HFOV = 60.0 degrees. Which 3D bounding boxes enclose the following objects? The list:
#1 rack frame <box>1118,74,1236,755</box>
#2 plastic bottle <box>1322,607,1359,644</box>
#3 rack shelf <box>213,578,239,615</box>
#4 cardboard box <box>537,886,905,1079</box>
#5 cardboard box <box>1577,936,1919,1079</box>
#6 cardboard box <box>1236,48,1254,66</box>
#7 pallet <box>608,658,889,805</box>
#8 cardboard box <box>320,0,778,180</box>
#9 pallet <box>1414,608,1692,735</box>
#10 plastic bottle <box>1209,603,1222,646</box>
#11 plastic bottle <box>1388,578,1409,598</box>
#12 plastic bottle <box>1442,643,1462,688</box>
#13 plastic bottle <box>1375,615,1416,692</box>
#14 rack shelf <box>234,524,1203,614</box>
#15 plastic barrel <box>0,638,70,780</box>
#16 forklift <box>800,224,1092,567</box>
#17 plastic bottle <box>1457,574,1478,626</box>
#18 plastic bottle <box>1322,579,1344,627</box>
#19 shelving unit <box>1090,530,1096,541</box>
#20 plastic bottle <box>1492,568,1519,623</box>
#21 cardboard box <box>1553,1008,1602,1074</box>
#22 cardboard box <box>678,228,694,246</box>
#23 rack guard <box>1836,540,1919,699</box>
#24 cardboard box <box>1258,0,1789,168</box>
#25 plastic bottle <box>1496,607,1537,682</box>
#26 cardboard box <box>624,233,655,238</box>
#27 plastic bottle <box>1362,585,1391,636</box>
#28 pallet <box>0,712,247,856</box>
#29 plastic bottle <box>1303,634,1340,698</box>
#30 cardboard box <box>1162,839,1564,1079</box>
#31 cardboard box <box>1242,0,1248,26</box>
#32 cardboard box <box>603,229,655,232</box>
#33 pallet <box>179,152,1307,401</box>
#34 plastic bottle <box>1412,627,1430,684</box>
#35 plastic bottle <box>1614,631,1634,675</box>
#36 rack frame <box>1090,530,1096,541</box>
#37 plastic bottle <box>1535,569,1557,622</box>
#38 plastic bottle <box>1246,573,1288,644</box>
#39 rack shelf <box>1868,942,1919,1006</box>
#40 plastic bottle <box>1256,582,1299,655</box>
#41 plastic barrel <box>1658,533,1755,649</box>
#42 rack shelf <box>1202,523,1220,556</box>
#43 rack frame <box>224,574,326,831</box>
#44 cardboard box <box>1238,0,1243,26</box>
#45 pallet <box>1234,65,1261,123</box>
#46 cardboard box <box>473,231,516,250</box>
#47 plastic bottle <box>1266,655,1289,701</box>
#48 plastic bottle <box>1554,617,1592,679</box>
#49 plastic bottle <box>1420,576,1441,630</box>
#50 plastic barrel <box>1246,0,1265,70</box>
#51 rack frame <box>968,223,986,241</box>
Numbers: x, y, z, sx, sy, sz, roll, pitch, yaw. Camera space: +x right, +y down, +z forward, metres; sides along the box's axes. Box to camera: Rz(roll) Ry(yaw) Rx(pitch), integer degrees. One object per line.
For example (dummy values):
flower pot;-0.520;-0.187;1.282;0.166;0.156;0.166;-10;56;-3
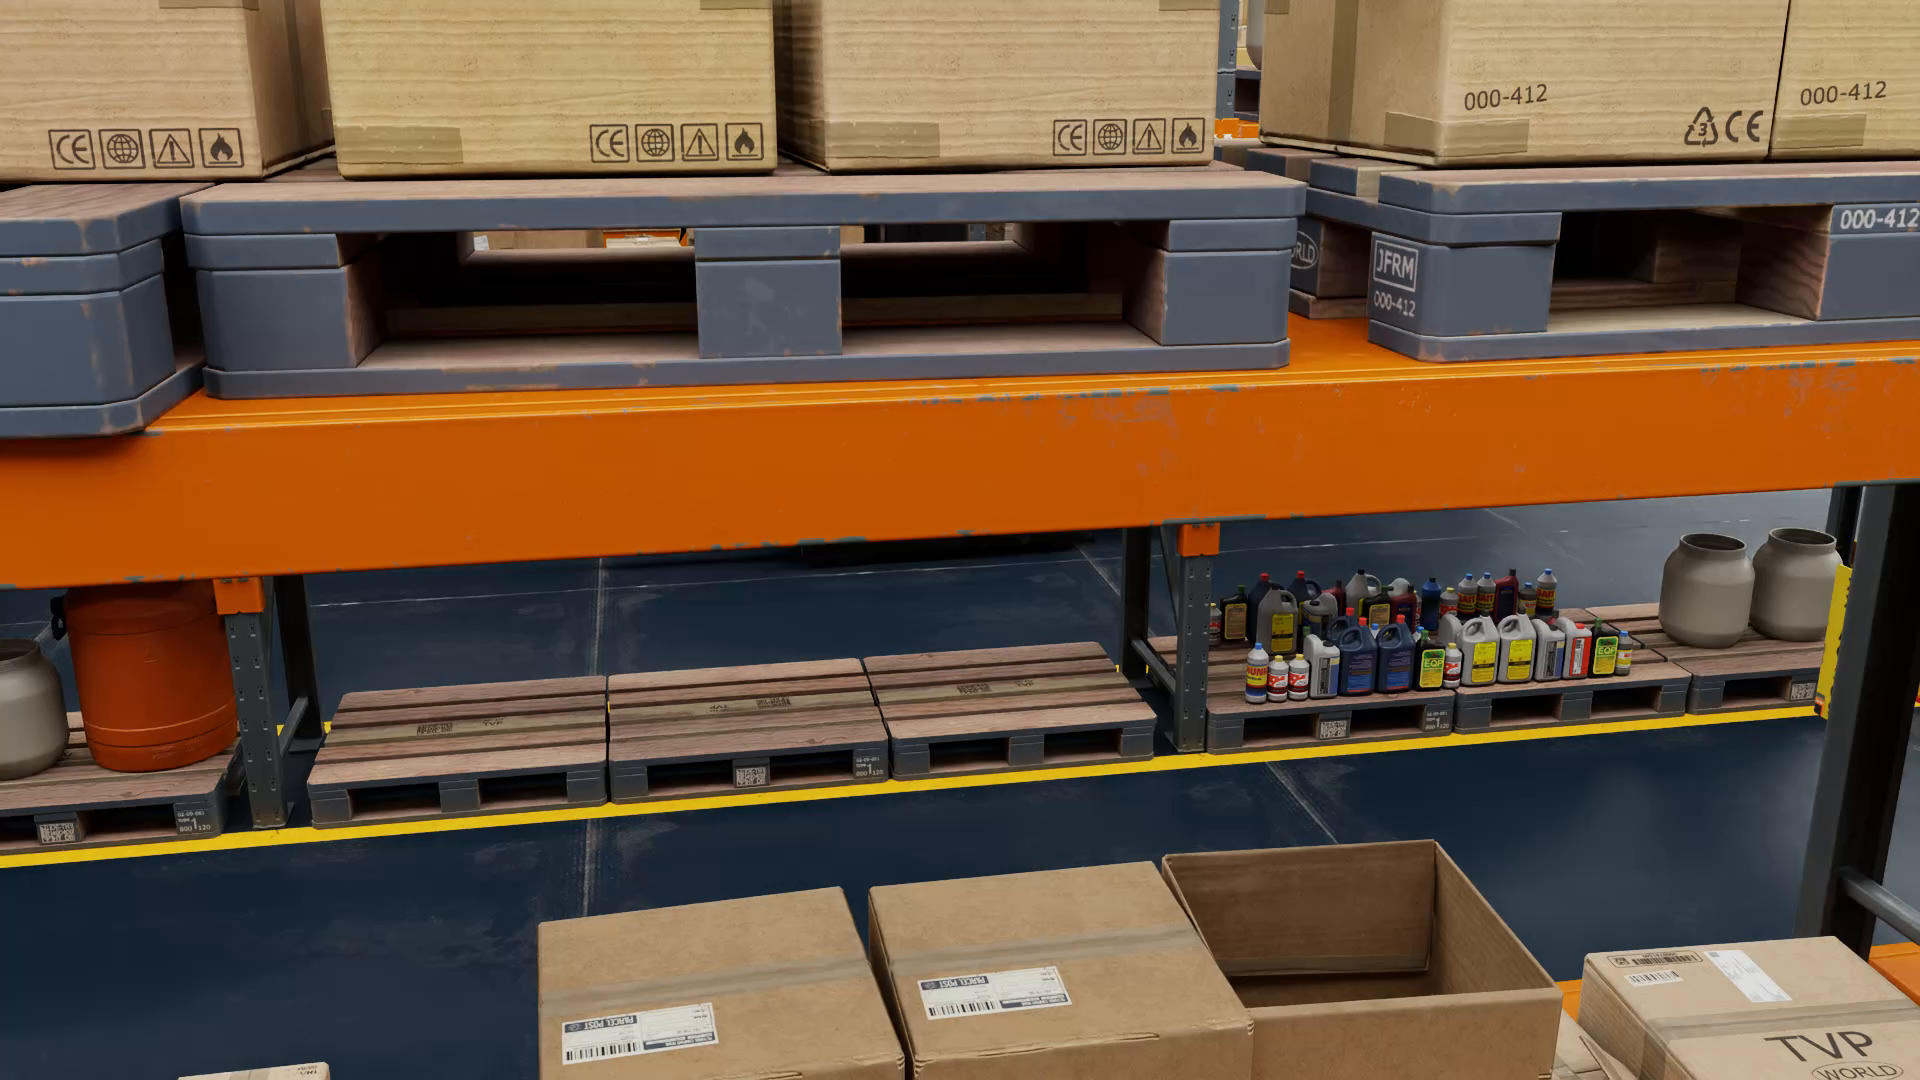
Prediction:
rack frame;0.967;-0.598;7.651;0.127;3.000;1.000;-3;17;-10
plastic bottle;1.811;0.491;7.868;0.185;0.351;0.144;-3;17;-10
rack shelf;-4.924;0.080;6.669;4.000;0.370;1.077;-3;17;-10
cardboard box;-0.380;0.907;2.581;0.500;0.500;0.500;-4;18;-13
cardboard box;1.428;0.941;2.893;0.500;0.250;0.500;-2;17;-7
cardboard box;2.043;-3.427;12.007;0.500;0.250;0.500;-4;17;-11
pallet;-0.997;0.858;7.657;1.213;0.211;1.003;-3;17;-10
cardboard box;-0.514;-0.615;2.136;0.500;0.250;0.500;-4;17;-12
pallet;2.835;0.640;8.368;1.213;0.211;1.003;-3;17;-10
plastic bottle;1.264;0.419;8.356;0.097;0.201;0.097;0;17;0
plastic bottle;2.211;0.338;8.493;0.135;0.276;0.152;-3;17;-9
plastic bottle;2.306;0.584;7.818;0.097;0.201;0.097;0;17;0
plastic bottle;2.024;0.522;7.767;0.185;0.351;0.144;-4;18;-13
rack shelf;-0.996;-0.143;7.394;4.000;0.370;1.077;-3;17;-10
plastic barrel;-3.975;0.702;6.938;0.421;0.512;0.421;0;17;0
forklift;-0.720;-1.405;10.394;3.031;2.935;1.130;-3;17;-10
plastic bottle;2.621;0.309;8.596;0.097;0.271;0.097;0;17;0
plastic bottle;1.886;0.339;8.476;0.133;0.283;0.061;-2;17;-7
shelving unit;1.194;-0.788;10.818;0.755;1.500;0.431;-3;17;-11
plastic bottle;2.830;0.285;8.651;0.133;0.283;0.061;-3;17;-10
cardboard box;0.995;0.940;3.069;0.250;0.149;0.380;-3;17;-10
cardboard box;-1.657;-2.153;11.822;0.637;0.503;0.797;-1;17;-5
rack guard;4.829;0.392;8.686;0.348;0.500;1.175;-3;17;-10
cardboard box;0.758;-0.670;2.316;0.500;0.250;0.500;-5;18;-16
plastic bottle;2.624;0.488;7.877;0.185;0.351;0.144;-3;17;-8
cardboard box;-2.314;-2.111;12.088;0.258;0.266;0.396;-4;17;-12
plastic bottle;2.095;0.370;8.375;0.133;0.283;0.061;-3;17;-10
pallet;-3.726;1.013;7.153;1.213;0.211;1.003;-3;17;-10
plastic bottle;1.676;0.576;7.717;0.135;0.276;0.152;-3;17;-8
cardboard box;0.629;0.849;2.767;0.500;0.500;0.500;-2;17;-6
cardboard box;2.446;-4.107;12.437;0.500;0.500;0.500;-3;17;-11
cardboard box;-3.255;-3.291;16.247;0.500;0.500;0.500;-3;17;-10
pallet;-0.277;-0.418;2.276;1.213;0.211;1.003;-2;17;-8
plastic bottle;2.161;0.541;7.840;0.097;0.271;0.097;0;17;0
plastic bottle;3.175;0.535;7.978;0.097;0.201;0.097;0;17;0
rack frame;0.835;-0.768;10.750;0.023;1.500;0.400;-3;17;-11
plastic bottle;3.055;0.284;8.676;0.097;0.271;0.097;0;17;0
plastic bottle;1.545;0.339;8.363;0.185;0.351;0.144;-4;17;-12
rack shelf;3.867;1.062;3.470;4.000;0.370;1.077;-3;17;-10
plastic bottle;1.572;0.380;8.227;0.185;0.351;0.144;-3;17;-10
plastic barrel;3.771;0.254;8.398;0.421;0.512;0.421;0;17;0
rack shelf;2.931;-0.366;8.119;4.000;0.370;1.077;-3;17;-10
rack frame;-2.960;-0.376;6.926;0.127;3.000;1.000;-3;17;-10
cardboard box;2.686;-5.330;16.809;0.500;0.250;0.500;-3;17;-10
pallet;1.657;-2.010;7.461;1.003;0.211;1.213;-3;17;-10
cardboard box;-3.377;-2.094;11.634;0.500;0.500;0.500;-5;18;-17
plastic bottle;1.463;0.632;7.662;0.097;0.201;0.097;0;17;0
plastic bottle;2.922;0.505;7.947;0.135;0.276;0.152;-3;17;-10
plastic bottle;2.422;0.320;8.559;0.097;0.271;0.097;0;17;0
plastic barrel;1.427;-2.254;7.026;0.421;0.512;0.421;0;17;0
rack frame;0.028;-2.026;12.300;0.127;3.000;1.000;-3;17;-10
